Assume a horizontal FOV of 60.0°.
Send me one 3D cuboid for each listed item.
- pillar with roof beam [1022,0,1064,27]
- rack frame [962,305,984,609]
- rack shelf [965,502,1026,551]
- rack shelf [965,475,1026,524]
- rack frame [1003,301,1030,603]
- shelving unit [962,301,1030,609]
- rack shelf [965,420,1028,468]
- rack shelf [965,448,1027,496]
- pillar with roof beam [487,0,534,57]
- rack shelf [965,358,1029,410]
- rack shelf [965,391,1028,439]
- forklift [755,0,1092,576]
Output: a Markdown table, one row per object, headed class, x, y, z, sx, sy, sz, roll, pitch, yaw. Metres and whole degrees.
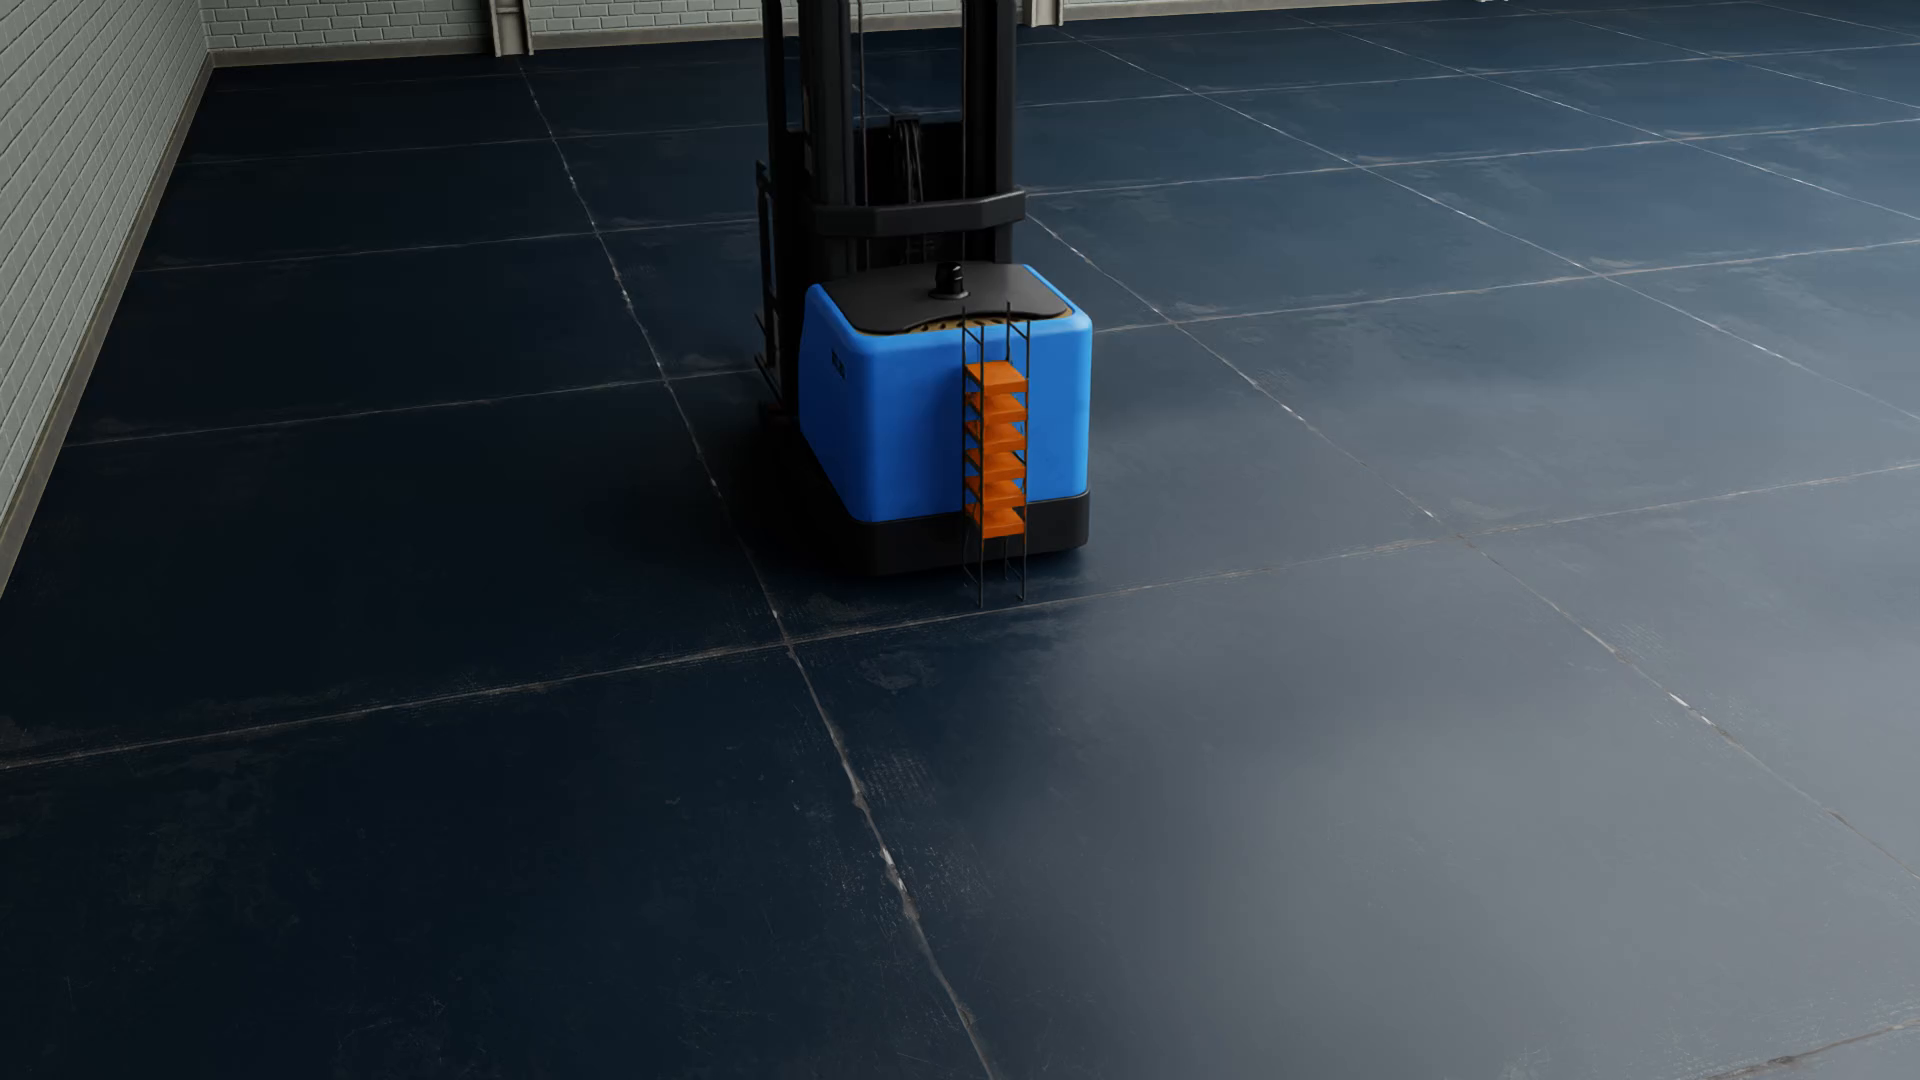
| class | x | y | z | sx | sy | sz | roll | pitch | yaw |
| --- | --- | --- | --- | --- | --- | --- | --- | --- | --- |
| pillar with roof beam | 2.294 | -8.210 | 13.667 | 0.400 | 9.000 | 9.100 | -8 | 28 | -16 |
| rack frame | 0.048 | -0.309 | 6.522 | 0.006 | 1.200 | 0.240 | -8 | 28 | -17 |
| rack shelf | 0.135 | -0.067 | 6.675 | 0.180 | 0.103 | 0.258 | -8 | 28 | -17 |
| rack shelf | 0.135 | -0.174 | 6.622 | 0.180 | 0.103 | 0.258 | -8 | 28 | -17 |
| rack frame | 0.222 | -0.335 | 6.575 | 0.006 | 1.200 | 0.240 | -8 | 28 | -17 |
| shelving unit | 0.135 | -0.322 | 6.549 | 0.189 | 1.200 | 0.258 | -8 | 28 | -17 |
| rack shelf | 0.135 | -0.389 | 6.515 | 0.180 | 0.103 | 0.258 | -8 | 28 | -17 |
| rack shelf | 0.135 | -0.282 | 6.568 | 0.180 | 0.103 | 0.258 | -8 | 28 | -17 |
| pillar with roof beam | -3.411 | -7.384 | 12.003 | 0.400 | 9.000 | 9.100 | -8 | 28 | -16 |
| rack shelf | 0.135 | -0.604 | 6.408 | 0.180 | 0.103 | 0.258 | -8 | 28 | -17 |
| rack shelf | 0.135 | -0.497 | 6.462 | 0.180 | 0.103 | 0.258 | -8 | 28 | -17 |
| forklift | -0.374 | -1.799 | 7.578 | 1.130 | 2.935 | 3.031 | -8 | 27 | -15 |
